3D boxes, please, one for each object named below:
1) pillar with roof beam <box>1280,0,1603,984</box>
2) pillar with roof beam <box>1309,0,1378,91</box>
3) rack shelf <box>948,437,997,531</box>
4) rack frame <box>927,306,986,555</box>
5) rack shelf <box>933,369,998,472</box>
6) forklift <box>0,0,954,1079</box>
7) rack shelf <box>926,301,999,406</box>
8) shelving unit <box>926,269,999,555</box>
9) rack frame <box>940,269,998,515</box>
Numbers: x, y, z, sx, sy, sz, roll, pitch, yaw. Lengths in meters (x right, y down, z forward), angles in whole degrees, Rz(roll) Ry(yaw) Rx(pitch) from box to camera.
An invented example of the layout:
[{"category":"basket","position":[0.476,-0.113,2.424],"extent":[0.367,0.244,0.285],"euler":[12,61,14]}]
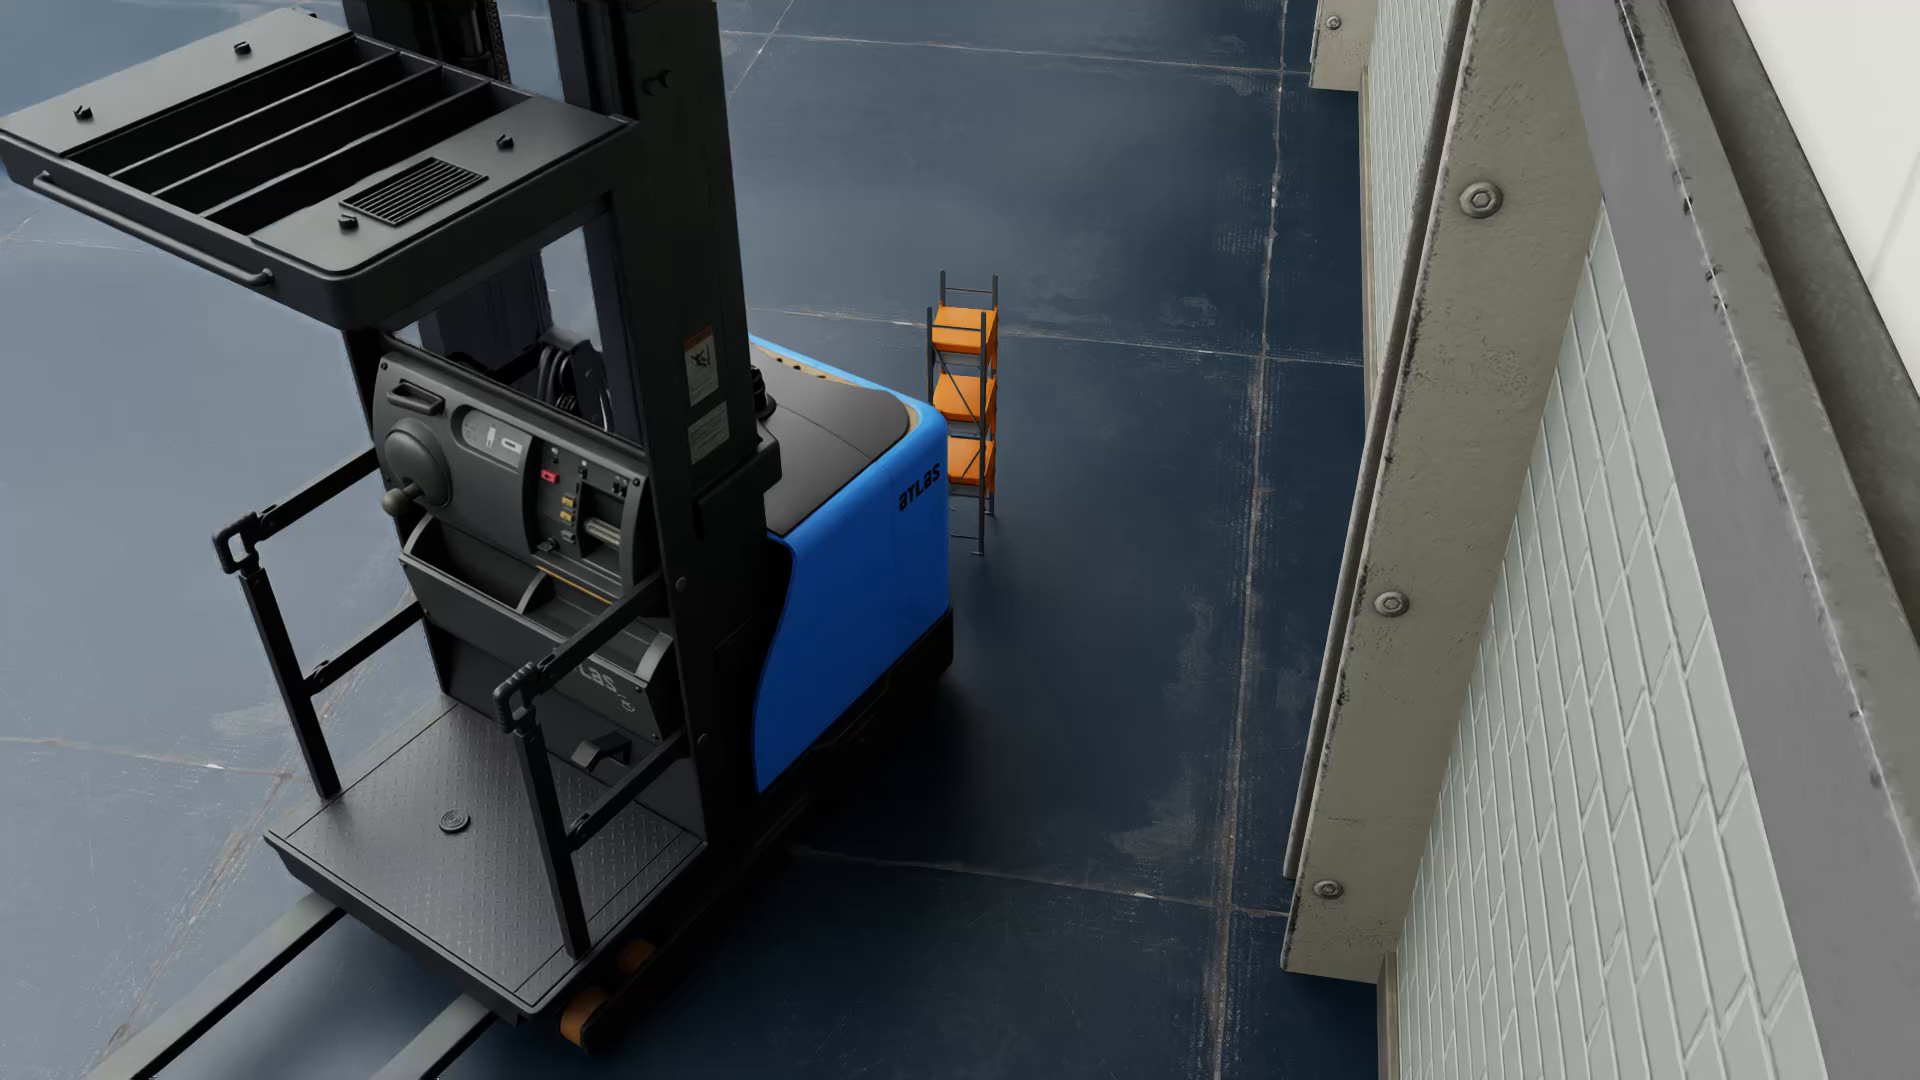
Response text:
[{"category":"pillar with roof beam","position":[-3.136,-2.820,2.598],"extent":[9.100,9.000,0.400],"euler":[6,40,8]},{"category":"pillar with roof beam","position":[-2.097,-6.585,7.153],"extent":[9.100,9.000,0.400],"euler":[6,40,8]},{"category":"rack shelf","position":[0.009,-0.216,6.140],"extent":[0.215,0.259,0.240],"euler":[6,40,8]},{"category":"rack frame","position":[-0.012,-0.362,5.863],"extent":[0.200,1.050,0.008],"euler":[6,40,8]},{"category":"rack shelf","position":[0.009,-0.430,5.963],"extent":[0.215,0.259,0.240],"euler":[6,40,8]},{"category":"forklift","position":[-1.264,-0.088,4.057],"extent":[1.130,2.935,3.031],"euler":[23,45,26]},{"category":"rack shelf","position":[0.009,-0.649,5.782],"extent":[0.215,0.259,0.240],"euler":[6,40,8]},{"category":"shelving unit","position":[0.009,-0.438,5.956],"extent":[0.215,1.050,0.252],"euler":[6,40,8]},{"category":"rack frame","position":[0.030,-0.515,6.049],"extent":[0.200,1.050,0.008],"euler":[6,40,8]}]
